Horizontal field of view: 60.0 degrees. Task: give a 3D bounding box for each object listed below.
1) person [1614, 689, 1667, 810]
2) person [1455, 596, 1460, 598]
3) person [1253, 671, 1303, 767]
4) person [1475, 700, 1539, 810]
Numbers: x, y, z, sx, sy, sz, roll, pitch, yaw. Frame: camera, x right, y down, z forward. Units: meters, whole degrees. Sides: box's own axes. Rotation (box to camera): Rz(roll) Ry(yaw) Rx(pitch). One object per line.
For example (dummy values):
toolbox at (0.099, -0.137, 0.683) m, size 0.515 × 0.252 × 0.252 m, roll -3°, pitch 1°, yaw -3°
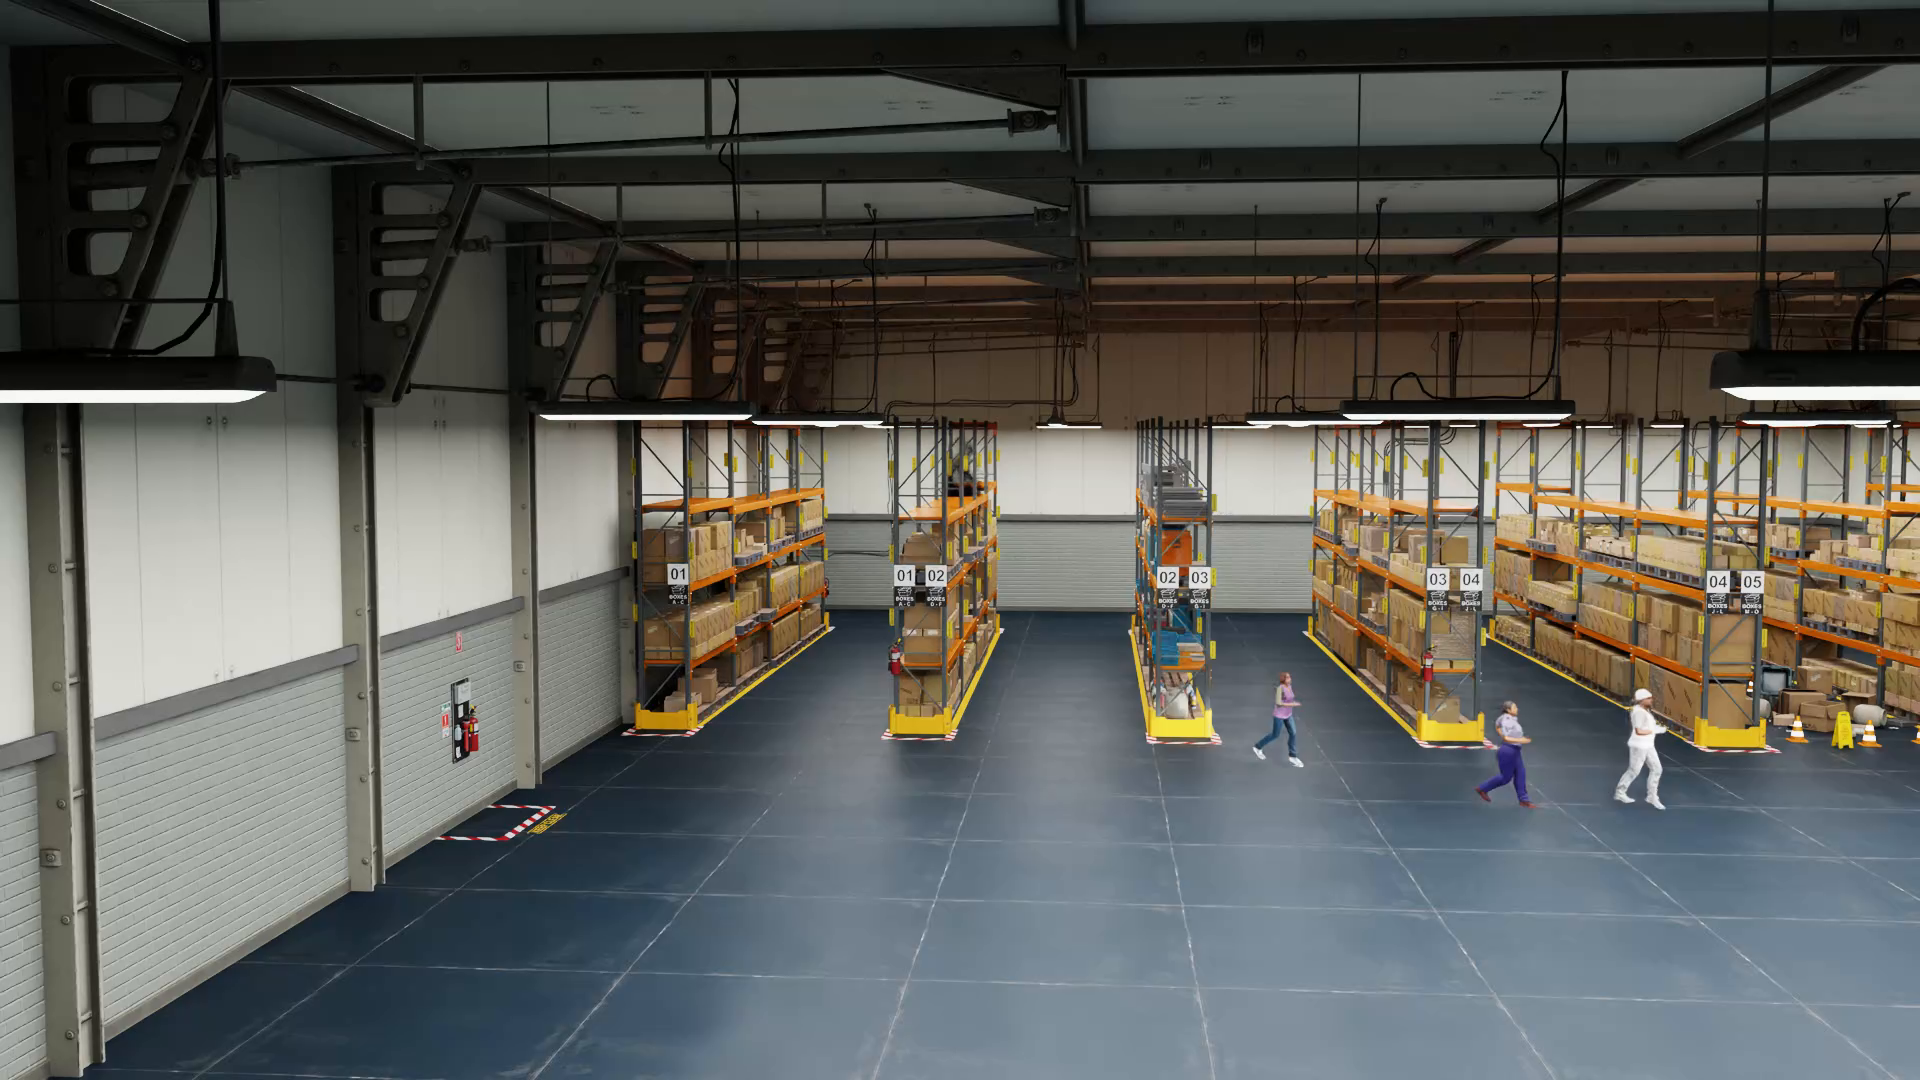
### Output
person at (10.362, 3.172, 25.267) m, size 0.750 × 1.826 × 0.670 m, roll 3°, pitch 5°, yaw 37°
person at (13.491, 1.912, 45.705) m, size 0.634 × 1.627 × 0.921 m, roll 1°, pitch 4°, yaw 20°
person at (5.499, 3.055, 28.591) m, size 0.874 × 1.619 × 0.549 m, roll 3°, pitch 5°, yaw 41°
person at (8.304, 3.253, 25.198) m, size 0.921 × 1.637 × 0.609 m, roll 2°, pitch 4°, yaw 25°
